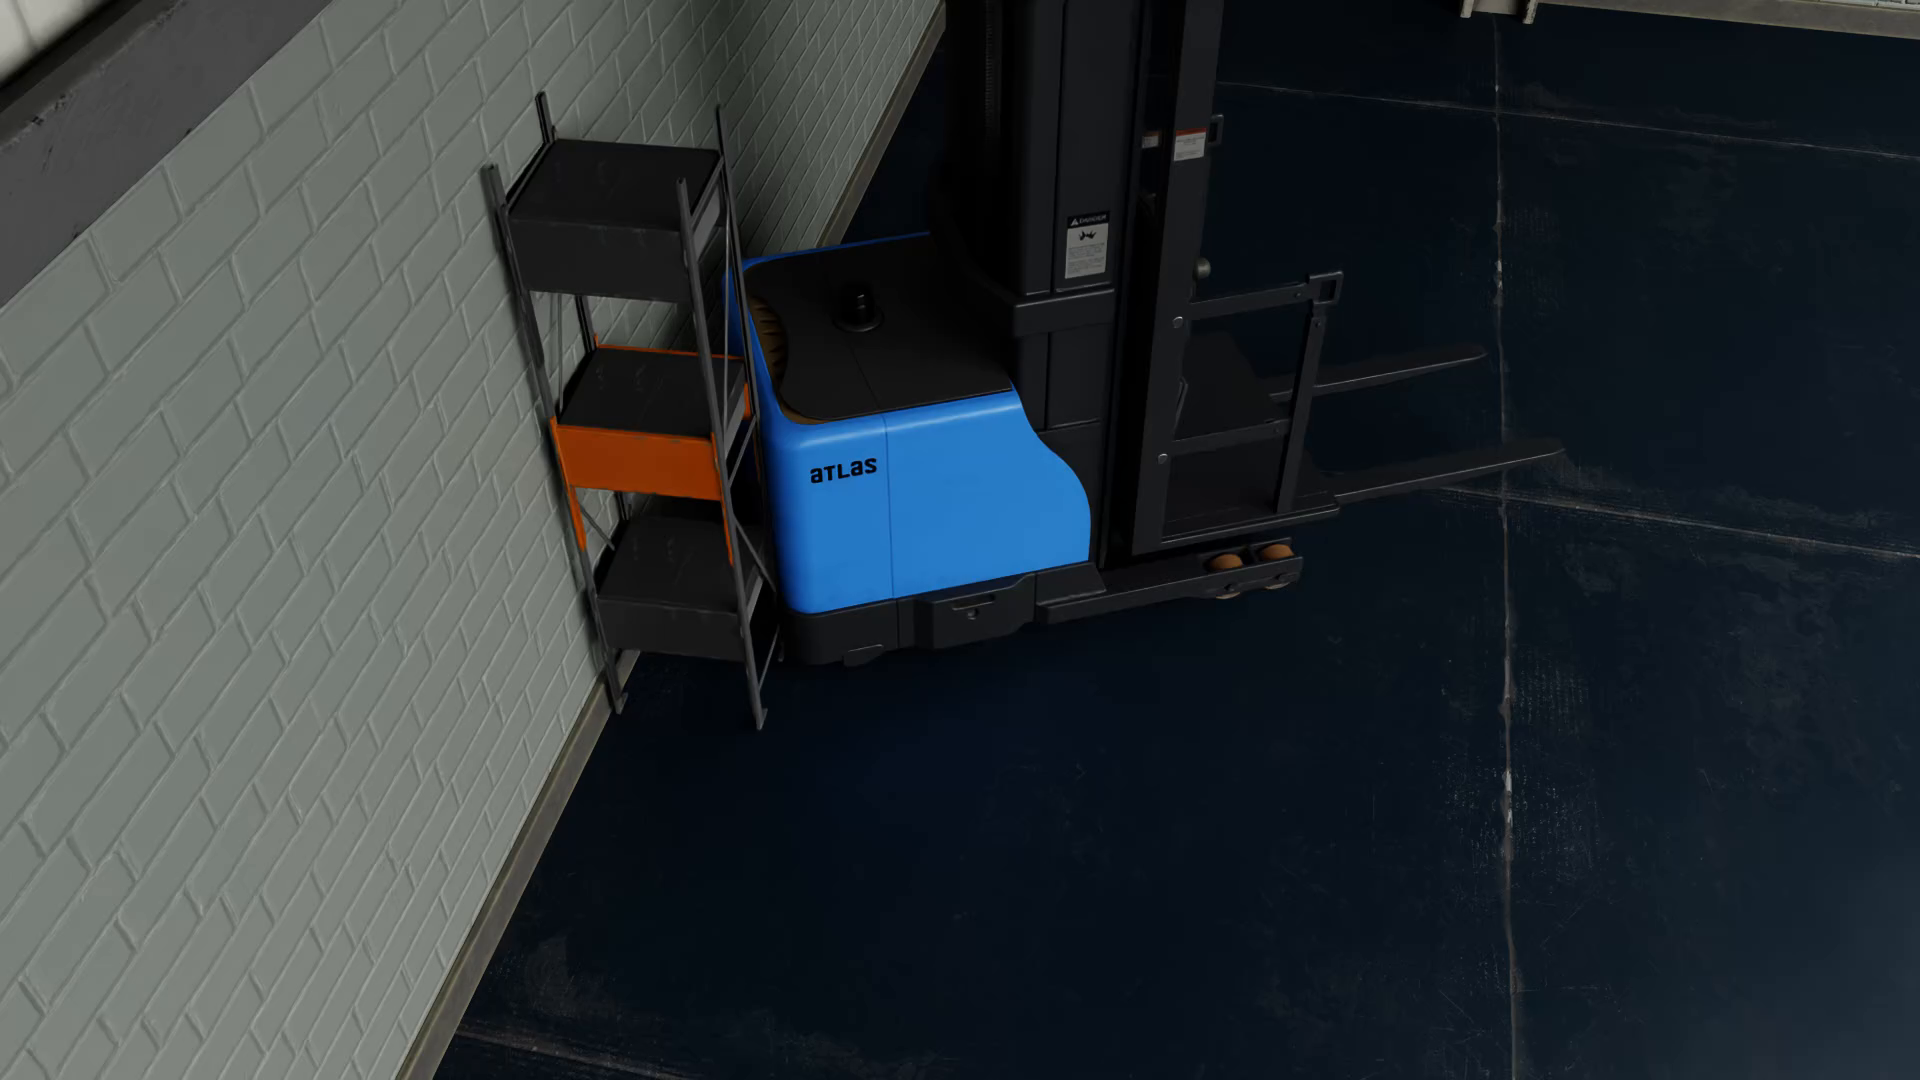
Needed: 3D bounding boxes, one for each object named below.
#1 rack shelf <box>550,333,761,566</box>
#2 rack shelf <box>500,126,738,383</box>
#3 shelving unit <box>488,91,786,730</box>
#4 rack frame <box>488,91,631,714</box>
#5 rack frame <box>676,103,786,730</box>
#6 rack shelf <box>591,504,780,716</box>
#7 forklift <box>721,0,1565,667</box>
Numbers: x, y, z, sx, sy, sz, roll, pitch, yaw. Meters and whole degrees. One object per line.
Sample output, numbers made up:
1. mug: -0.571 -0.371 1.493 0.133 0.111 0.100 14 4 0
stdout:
1. rack shelf: -0.895 -0.273 5.019 0.480 0.518 0.431 6 44 7
2. rack shelf: -0.903 -0.778 4.535 0.480 0.518 0.431 6 44 7
3. shelving unit: -0.895 -0.283 5.010 0.503 2.100 0.431 6 44 7
4. rack frame: -1.136 -0.306 5.038 0.015 2.100 0.400 6 44 7
5. rack frame: -0.654 -0.259 4.981 0.015 2.100 0.400 6 44 7
6. rack shelf: -0.887 0.233 5.503 0.480 0.518 0.431 6 44 7
7. forklift: 0.744 -1.186 5.369 3.031 2.935 1.130 -11 45 -11
